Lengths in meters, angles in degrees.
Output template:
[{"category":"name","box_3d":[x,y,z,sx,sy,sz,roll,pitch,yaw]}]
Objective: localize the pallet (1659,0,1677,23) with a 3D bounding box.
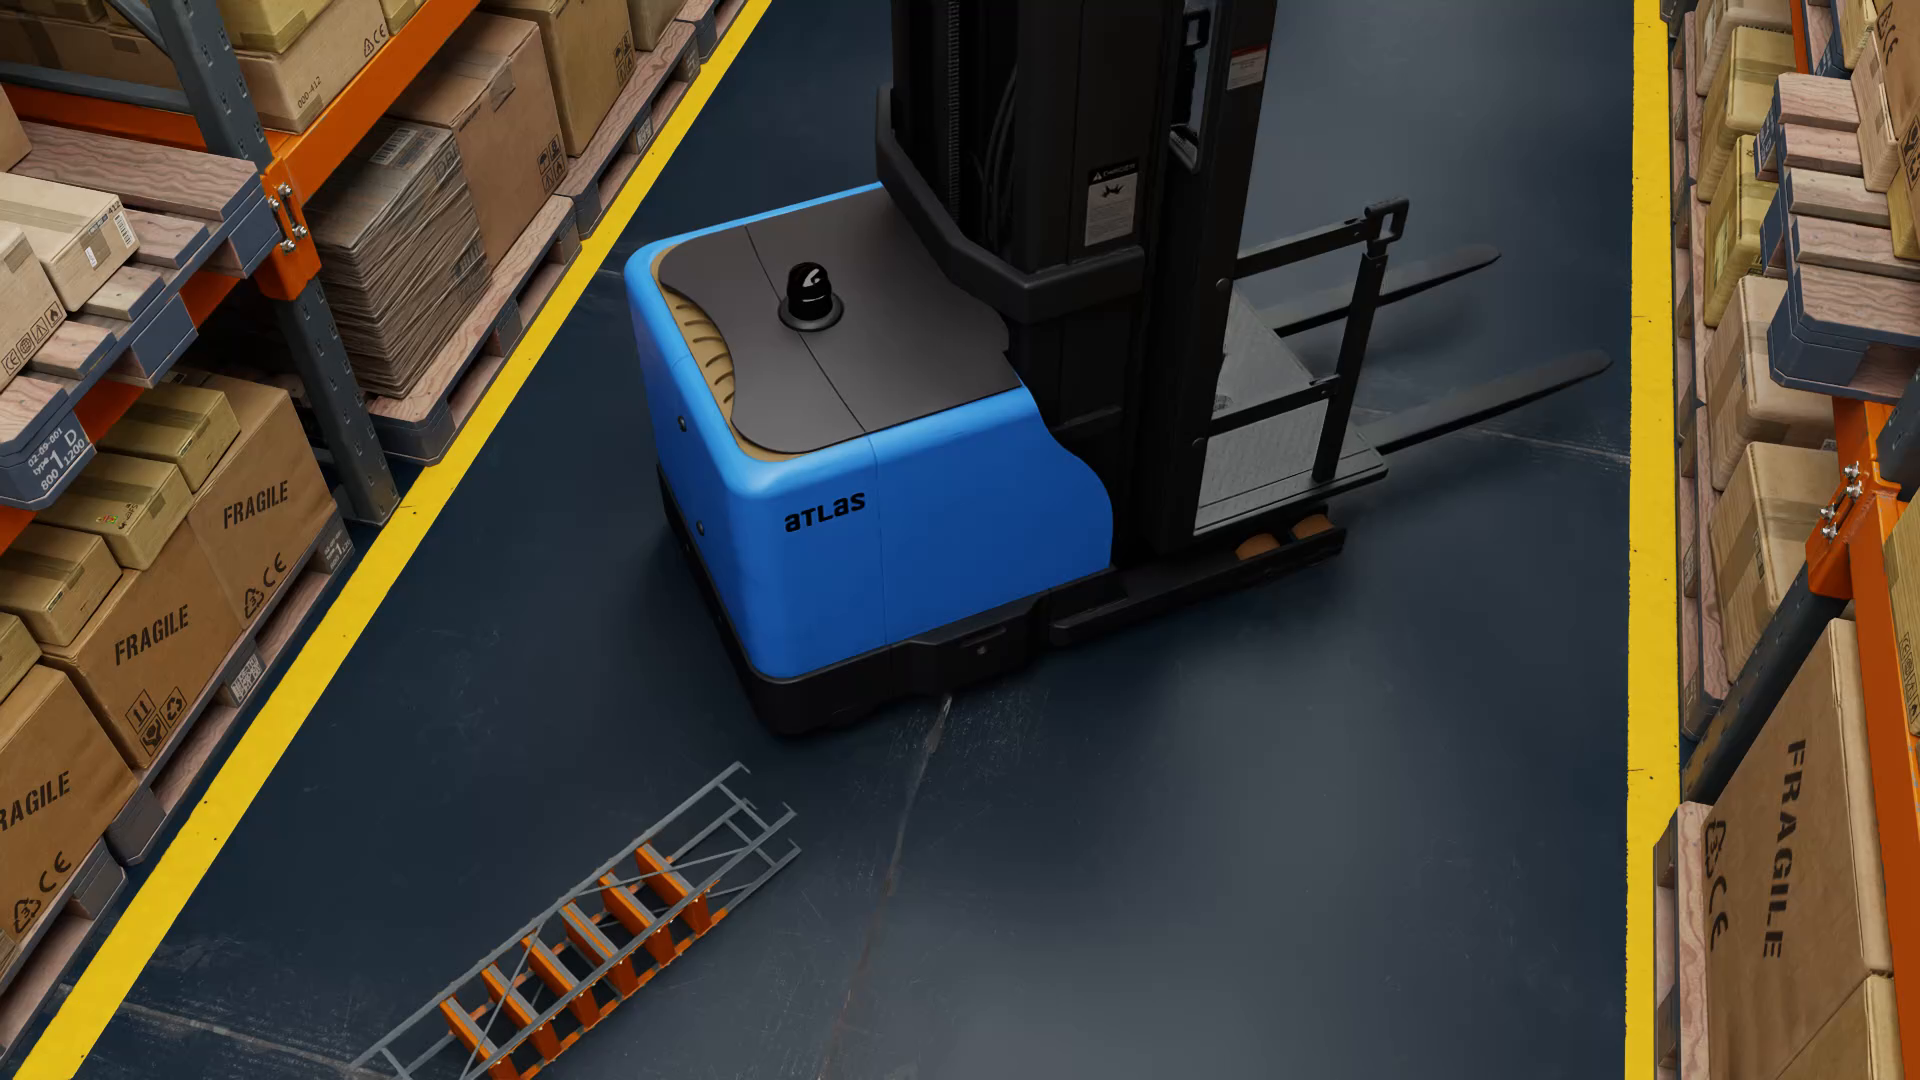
[{"category":"pallet","box_3d":[3.687,-2.659,7.456,1.003,0.211,1.213,12,50,10]}]

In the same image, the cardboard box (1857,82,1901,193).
[{"category":"cardboard box","box_3d":[2.375,-0.934,3.962,0.380,0.149,0.250,11,50,10]}]

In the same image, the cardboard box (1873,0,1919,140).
[{"category":"cardboard box","box_3d":[2.469,-1.226,3.786,0.500,0.500,0.500,11,49,9]}]

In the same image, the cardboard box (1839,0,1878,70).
[{"category":"cardboard box","box_3d":[2.508,-1.317,4.299,0.380,0.149,0.250,12,50,11]}]

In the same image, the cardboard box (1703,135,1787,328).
[{"category":"cardboard box","box_3d":[3.042,-0.955,5.565,0.950,0.372,0.625,13,50,11]}]

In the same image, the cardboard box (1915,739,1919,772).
[{"category":"cardboard box","box_3d":[2.002,0.533,2.879,0.500,0.250,0.500,10,49,9]}]

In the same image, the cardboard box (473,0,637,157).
[{"category":"cardboard box","box_3d":[-1.779,-1.936,6.261,0.875,0.625,0.625,10,49,8]}]

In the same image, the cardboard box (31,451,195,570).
[{"category":"cardboard box","box_3d":[-2.225,-0.088,4.282,0.380,0.149,0.250,9,49,8]}]

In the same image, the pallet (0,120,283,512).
[{"category":"pallet","box_3d":[-2.408,-0.605,3.911,1.213,0.211,1.003,12,50,10]}]

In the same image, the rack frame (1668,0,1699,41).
[{"category":"rack frame","box_3d":[3.545,-3.089,5.976,1.000,3.000,0.127,12,50,10]}]

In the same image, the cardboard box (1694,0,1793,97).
[{"category":"cardboard box","box_3d":[3.409,-1.979,6.468,0.950,0.372,0.625,12,50,11]}]

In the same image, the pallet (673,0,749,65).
[{"category":"pallet","box_3d":[-1.401,-2.603,7.406,1.003,0.211,1.213,12,50,10]}]

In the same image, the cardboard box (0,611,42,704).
[{"category":"cardboard box","box_3d":[-2.450,0.275,3.961,0.380,0.149,0.250,13,50,11]}]

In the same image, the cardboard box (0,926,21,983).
[{"category":"cardboard box","box_3d":[-2.597,0.982,3.770,0.500,0.500,0.500,10,49,9]}]

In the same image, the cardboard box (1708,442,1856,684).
[{"category":"cardboard box","box_3d":[2.650,0.128,4.609,0.950,0.372,0.625,9,49,7]}]

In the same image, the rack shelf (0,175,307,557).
[{"category":"rack shelf","box_3d":[-2.824,0.512,3.277,1.077,0.370,4.000,12,50,10]}]

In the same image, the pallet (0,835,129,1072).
[{"category":"pallet","box_3d":[-2.854,1.162,4.083,1.003,0.211,1.213,12,50,10]}]

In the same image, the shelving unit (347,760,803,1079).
[{"category":"shelving unit","box_3d":[-0.933,1.039,4.202,0.258,0.189,1.200,37,58,28]}]

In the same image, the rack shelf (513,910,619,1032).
[{"category":"rack shelf","box_3d":[-0.986,1.079,4.167,0.258,0.180,0.103,37,58,28]}]

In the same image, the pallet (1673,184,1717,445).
[{"category":"pallet","box_3d":[3.022,-0.718,5.743,1.003,0.211,1.213,12,50,10]}]

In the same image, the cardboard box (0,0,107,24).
[{"category":"cardboard box","box_3d":[-2.448,-1.668,4.488,0.500,0.250,0.500,13,50,11]}]

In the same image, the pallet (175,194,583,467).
[{"category":"pallet","box_3d":[-2.043,-0.838,5.849,1.003,0.211,1.213,12,50,10]}]

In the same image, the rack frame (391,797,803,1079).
[{"category":"rack frame","box_3d":[-0.933,1.099,4.271,0.240,0.006,1.200,37,58,28]}]

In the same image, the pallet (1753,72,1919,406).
[{"category":"pallet","box_3d":[2.577,-0.669,3.968,1.213,0.211,1.003,12,50,10]}]

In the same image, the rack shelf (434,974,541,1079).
[{"category":"rack shelf","box_3d":[-1.155,1.208,4.055,0.258,0.180,0.103,37,58,28]}]

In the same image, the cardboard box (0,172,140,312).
[{"category":"cardboard box","box_3d":[-2.100,-0.678,3.735,0.380,0.149,0.250,12,50,11]}]

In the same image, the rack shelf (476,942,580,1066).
[{"category":"rack shelf","box_3d":[-1.070,1.144,4.111,0.258,0.180,0.103,37,58,28]}]

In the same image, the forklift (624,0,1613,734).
[{"category":"forklift","box_3d":[0.633,-1.173,4.331,3.031,2.935,1.130,-19,51,-16]}]

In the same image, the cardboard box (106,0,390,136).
[{"category":"cardboard box","box_3d":[-1.945,-1.396,4.581,0.500,0.250,0.500,12,50,10]}]

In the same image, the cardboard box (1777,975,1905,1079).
[{"category":"cardboard box","box_3d":[1.991,1.496,3.066,0.875,0.875,0.875,12,50,10]}]

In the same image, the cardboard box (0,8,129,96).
[{"category":"cardboard box","box_3d":[-2.426,-1.499,4.672,0.500,0.250,0.500,11,49,9]}]

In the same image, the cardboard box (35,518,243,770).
[{"category":"cardboard box","box_3d":[-2.343,0.224,4.439,0.500,0.500,0.500,11,49,9]}]

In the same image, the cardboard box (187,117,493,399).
[{"category":"cardboard box","box_3d":[-2.120,-0.974,5.413,0.875,0.625,0.625,13,50,11]}]

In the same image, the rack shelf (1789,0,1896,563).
[{"category":"rack shelf","box_3d":[3.018,-1.404,4.969,1.077,0.370,4.000,12,50,10]}]
